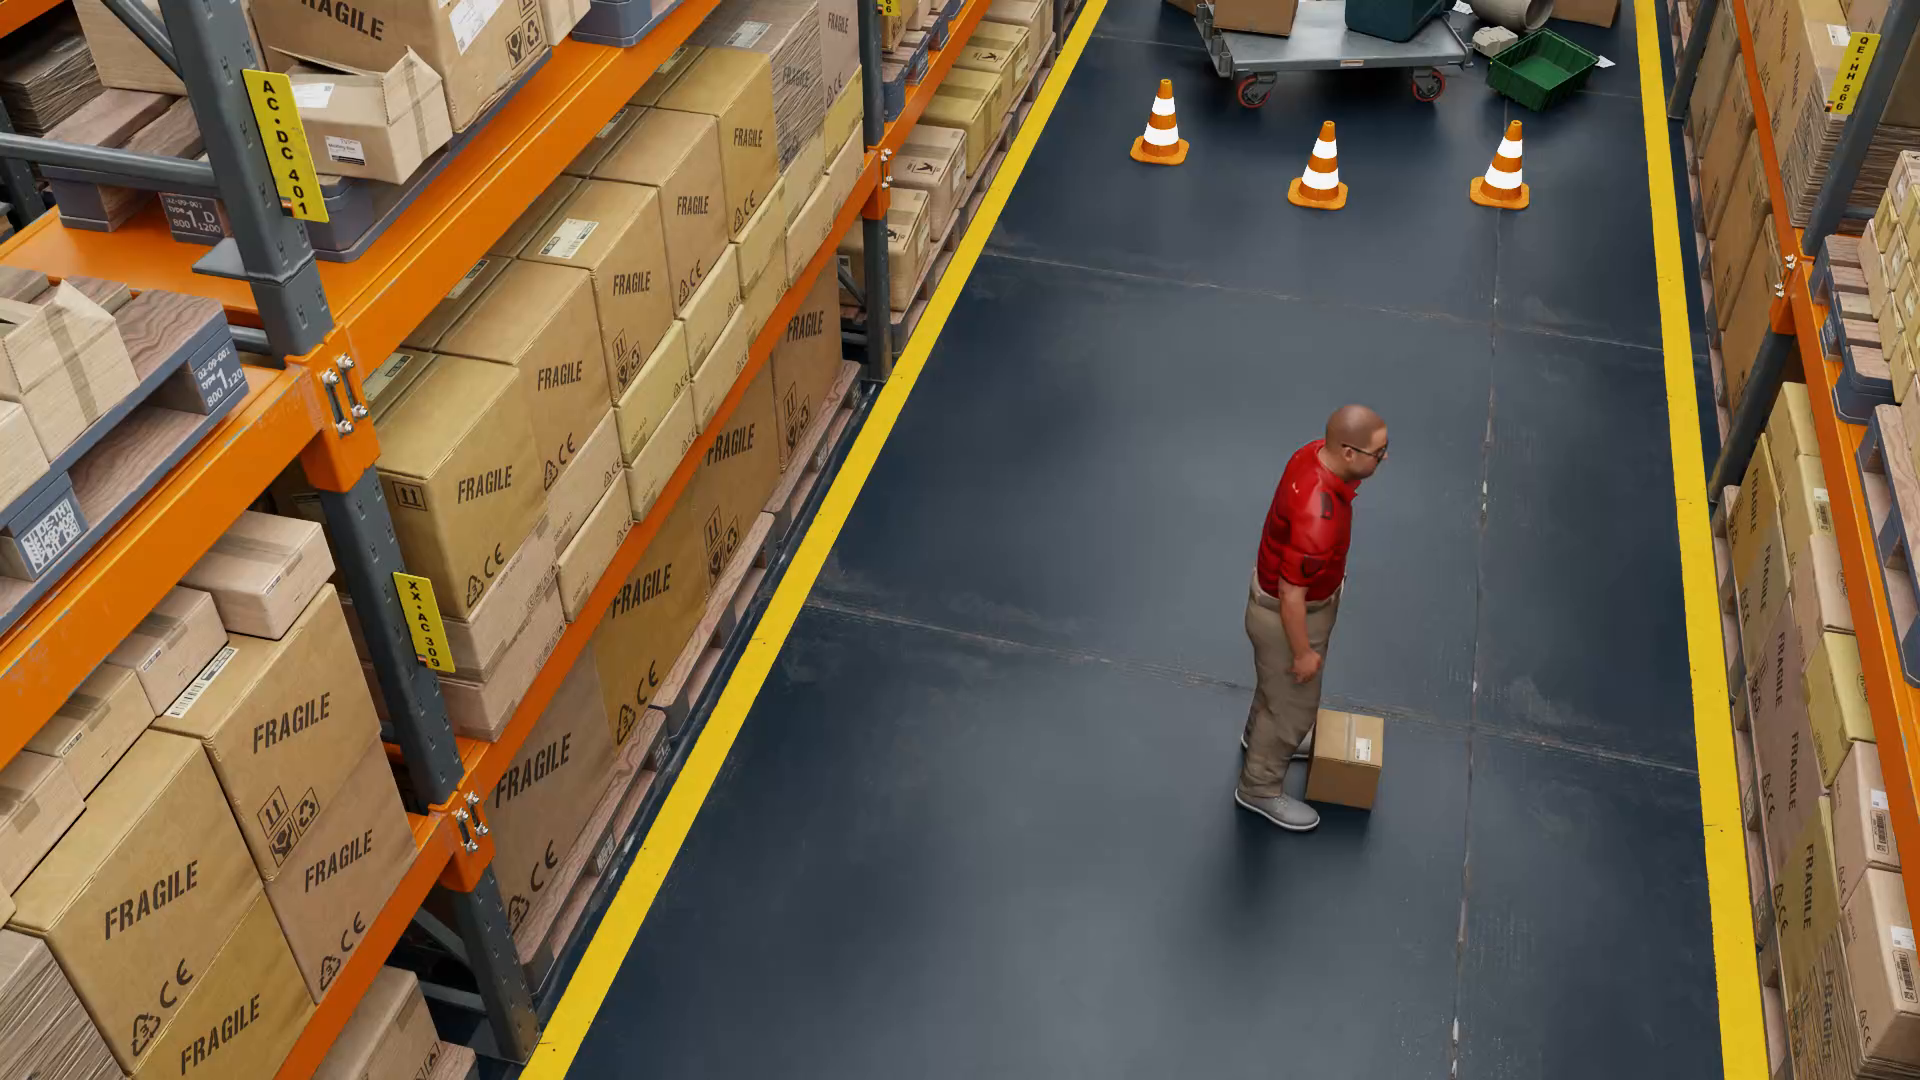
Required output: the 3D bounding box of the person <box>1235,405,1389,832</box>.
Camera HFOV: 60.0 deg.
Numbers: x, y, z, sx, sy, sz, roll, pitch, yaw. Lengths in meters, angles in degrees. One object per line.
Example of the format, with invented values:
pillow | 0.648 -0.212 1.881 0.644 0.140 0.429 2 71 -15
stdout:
person | 1.217 0.239 5.891 0.390 1.727 0.585 10 42 11
